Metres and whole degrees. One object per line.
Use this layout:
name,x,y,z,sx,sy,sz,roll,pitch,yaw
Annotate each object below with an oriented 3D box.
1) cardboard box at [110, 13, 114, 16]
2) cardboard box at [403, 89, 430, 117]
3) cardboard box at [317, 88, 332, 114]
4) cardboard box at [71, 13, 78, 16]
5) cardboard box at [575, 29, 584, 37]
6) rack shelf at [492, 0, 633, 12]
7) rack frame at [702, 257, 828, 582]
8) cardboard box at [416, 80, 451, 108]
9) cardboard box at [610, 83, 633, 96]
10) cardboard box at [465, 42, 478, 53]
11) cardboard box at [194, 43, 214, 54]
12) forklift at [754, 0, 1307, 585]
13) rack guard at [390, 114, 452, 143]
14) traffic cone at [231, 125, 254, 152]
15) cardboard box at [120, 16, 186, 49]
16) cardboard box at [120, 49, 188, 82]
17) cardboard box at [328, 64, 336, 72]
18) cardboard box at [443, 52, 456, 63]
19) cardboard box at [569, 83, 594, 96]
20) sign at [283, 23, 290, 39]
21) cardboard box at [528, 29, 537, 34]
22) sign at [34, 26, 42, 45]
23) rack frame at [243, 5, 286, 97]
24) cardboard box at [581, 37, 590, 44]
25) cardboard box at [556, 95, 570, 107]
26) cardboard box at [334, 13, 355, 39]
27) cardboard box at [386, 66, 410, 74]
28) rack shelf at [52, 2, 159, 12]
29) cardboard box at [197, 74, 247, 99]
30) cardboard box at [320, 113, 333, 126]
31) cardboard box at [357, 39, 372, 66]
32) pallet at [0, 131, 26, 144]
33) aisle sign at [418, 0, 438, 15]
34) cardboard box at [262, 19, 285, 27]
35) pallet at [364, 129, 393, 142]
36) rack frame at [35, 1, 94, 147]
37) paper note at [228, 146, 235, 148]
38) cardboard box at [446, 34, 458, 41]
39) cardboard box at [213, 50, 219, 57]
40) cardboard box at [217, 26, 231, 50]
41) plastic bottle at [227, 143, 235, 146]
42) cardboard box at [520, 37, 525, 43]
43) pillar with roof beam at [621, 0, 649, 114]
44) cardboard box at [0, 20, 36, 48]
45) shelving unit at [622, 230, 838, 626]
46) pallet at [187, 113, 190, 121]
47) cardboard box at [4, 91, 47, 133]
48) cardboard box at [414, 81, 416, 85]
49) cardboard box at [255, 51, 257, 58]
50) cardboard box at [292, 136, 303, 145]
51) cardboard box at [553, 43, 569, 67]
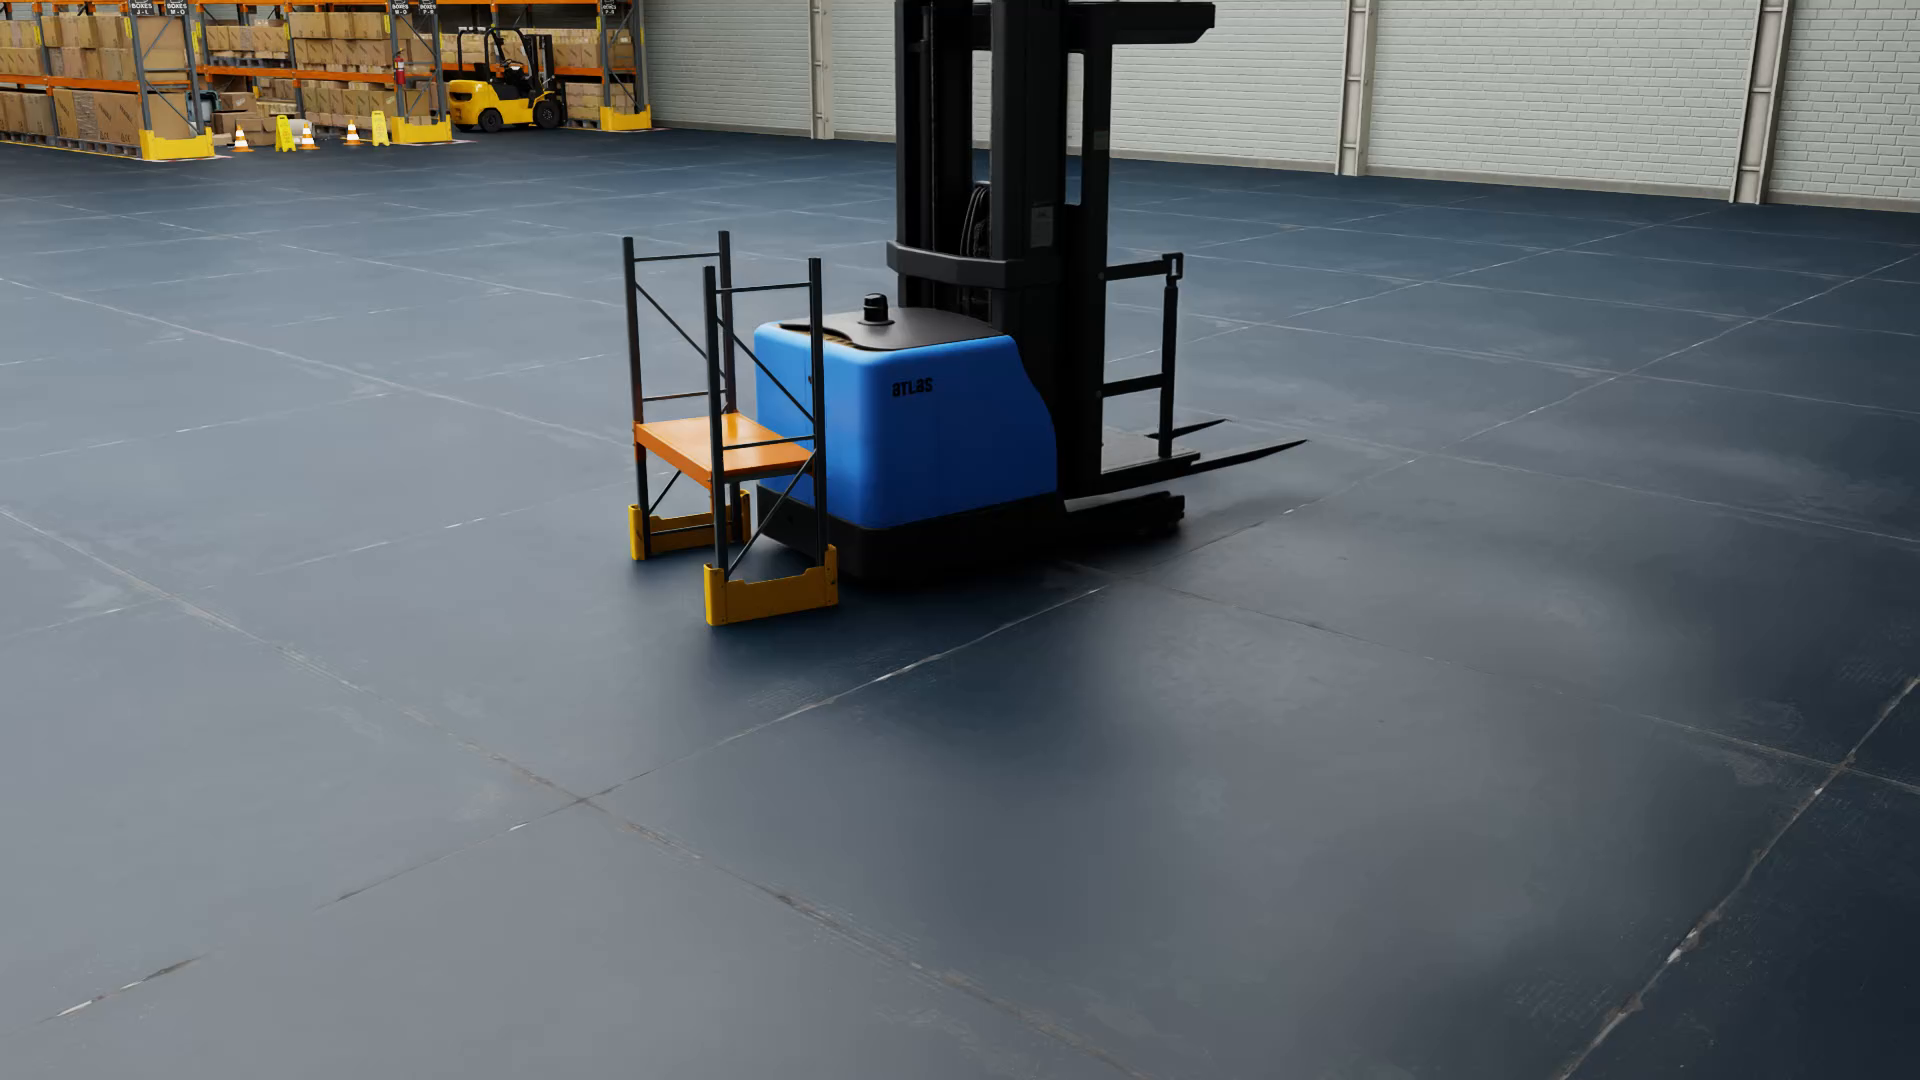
cardboard box,-20.371,-12.718,40.338,0.250,0.149,0.380,15,23,39
cardboard box,-11.087,-8.832,33.595,0.500,0.500,0.500,14,22,37
cardboard box,-12.970,-9.122,34.507,0.500,0.500,0.500,16,24,41
cardboard box,-21.964,-13.105,41.555,0.250,0.149,0.380,14,22,38
cardboard box,-8.183,-11.092,36.373,0.250,0.149,0.380,16,23,40
rack shelf,-8.853,-11.968,37.095,4.000,0.370,1.077,15,23,39
rack frame,-0.792,-0.400,6.894,0.500,1.500,0.032,-9,20,-27
cardboard box,-12.883,-11.026,41.127,0.625,0.625,0.875,16,24,41
cardboard box,-7.590,-9.985,36.815,0.500,0.250,0.500,15,23,38
cardboard box,-11.275,-11.592,39.101,0.500,0.250,0.500,14,23,38
cardboard box,-17.163,-11.169,37.767,0.500,0.250,0.500,15,23,39
forklift,0.502,-1.537,8.109,3.031,2.935,1.130,-13,22,-36
rack guard,-10.705,-8.180,33.060,0.348,0.500,1.175,15,23,39
traffic cone,-13.313,-7.435,30.773,0.334,0.463,0.336,15,23,39
cardboard box,-14.110,-8.885,29.117,0.550,0.550,0.875,15,23,39
cardboard box,-14.166,-8.352,29.220,0.550,0.550,0.875,15,23,39
cardboard box,-12.667,-9.645,33.958,0.250,0.149,0.380,15,23,40
cardboard box,-12.021,-11.562,39.832,0.500,0.250,0.500,16,24,41
cardboard box,-8.294,-9.969,36.763,0.500,0.250,0.500,16,23,40
sign,-14.006,-10.585,34.591,0.005,0.325,0.100,15,23,39
cardboard box,-9.518,-11.448,37.497,0.250,0.149,0.380,15,23,38
sign,-17.203,-9.408,31.015,0.005,0.325,0.100,15,23,39
rack frame,-19.324,-13.692,46.297,0.127,3.000,1.000,15,23,39
cardboard box,-8.013,-10.887,36.221,0.250,0.149,0.380,16,23,40
cardboard box,-8.696,-9.837,37.173,0.500,0.250,0.500,14,23,38
cardboard box,-11.999,-10.258,33.165,0.500,0.500,0.700,15,23,39
cardboard box,-11.070,-9.263,32.756,0.250,0.149,0.380,16,24,41
rack shelf,-21.120,-13.254,41.146,4.000,0.370,1.077,15,23,39
cardboard box,-17.094,-10.307,38.449,0.875,0.875,0.875,15,23,39
cardboard box,-12.972,-8.765,34.621,0.500,0.250,0.500,17,24,42
cardboard box,-11.609,-9.694,33.040,0.500,0.500,0.500,15,23,39
pallet,-18.394,-8.073,33.199,1.213,0.211,1.003,15,23,39
aisle sign,-10.396,-10.653,32.422,0.004,0.787,0.394,15,23,39
cardboard box,-14.660,-11.035,35.500,0.250,0.149,0.380,14,22,38
pallet,-11.290,-8.213,33.643,1.213,0.211,1.003,15,23,39
rack frame,-16.850,-9.019,31.571,0.127,3.000,1.000,15,23,39
paper note,-13.873,-7.490,31.666,0.144,0.017,0.142,-9,20,-27
cardboard box,-11.976,-11.944,39.550,0.250,0.149,0.380,14,23,38
cardboard box,-16.512,-10.935,37.331,0.250,0.149,0.380,13,22,36
cardboard box,-16.055,-11.106,36.797,0.500,0.500,0.500,17,24,42
plastic bottle,-13.995,-7.605,31.973,0.283,0.061,0.133,7,19,21
cardboard box,-9.741,-11.352,37.686,0.250,0.149,0.380,16,23,40
pillar with roof beam,-10.137,-12.709,33.281,0.400,9.000,9.100,15,23,39
cardboard box,-18.366,-9.948,32.679,0.500,0.500,0.700,15,23,39
shelving unit,-1.042,-0.537,7.326,0.587,1.500,1.083,-9,20,-27
pallet,-18.080,-10.054,39.441,1.213,0.211,1.003,15,23,39
cardboard box,-18.093,-8.446,32.790,0.750,0.750,1.050,15,23,39
cardboard box,-13.704,-11.639,42.192,0.250,0.149,0.380,16,24,41
cardboard box,-15.091,-10.565,36.163,0.250,0.149,0.380,14,22,37
cardboard box,-12.969,-7.803,32.453,0.380,0.149,0.250,-6,18,-18
cardboard box,-8.664,-10.776,36.942,0.500,0.500,0.500,14,23,38
